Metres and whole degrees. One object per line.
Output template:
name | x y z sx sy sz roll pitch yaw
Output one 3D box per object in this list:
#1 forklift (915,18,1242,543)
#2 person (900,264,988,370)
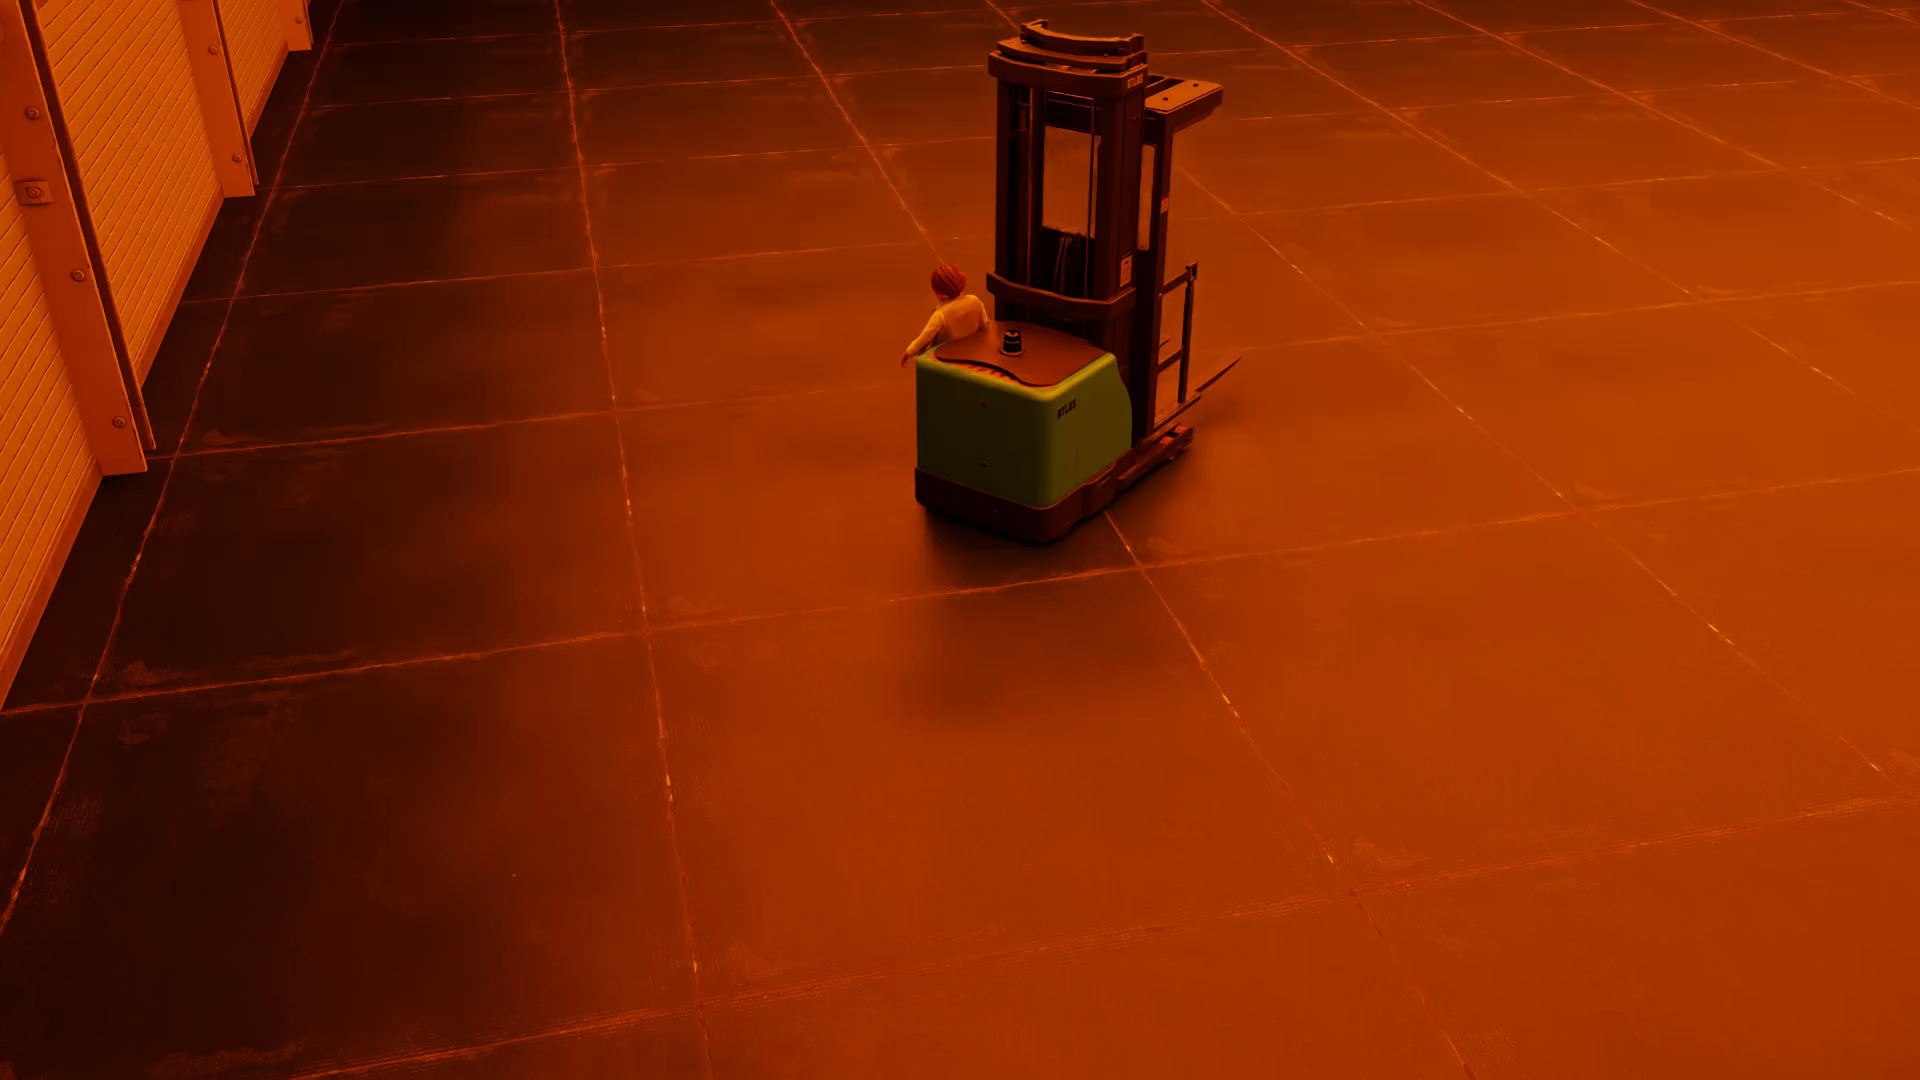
forklift | 0.966 -1.940 10.925 1.130 2.935 3.031 19 35 30
person | -0.027 -1.093 10.873 0.721 1.550 0.589 26 39 37
